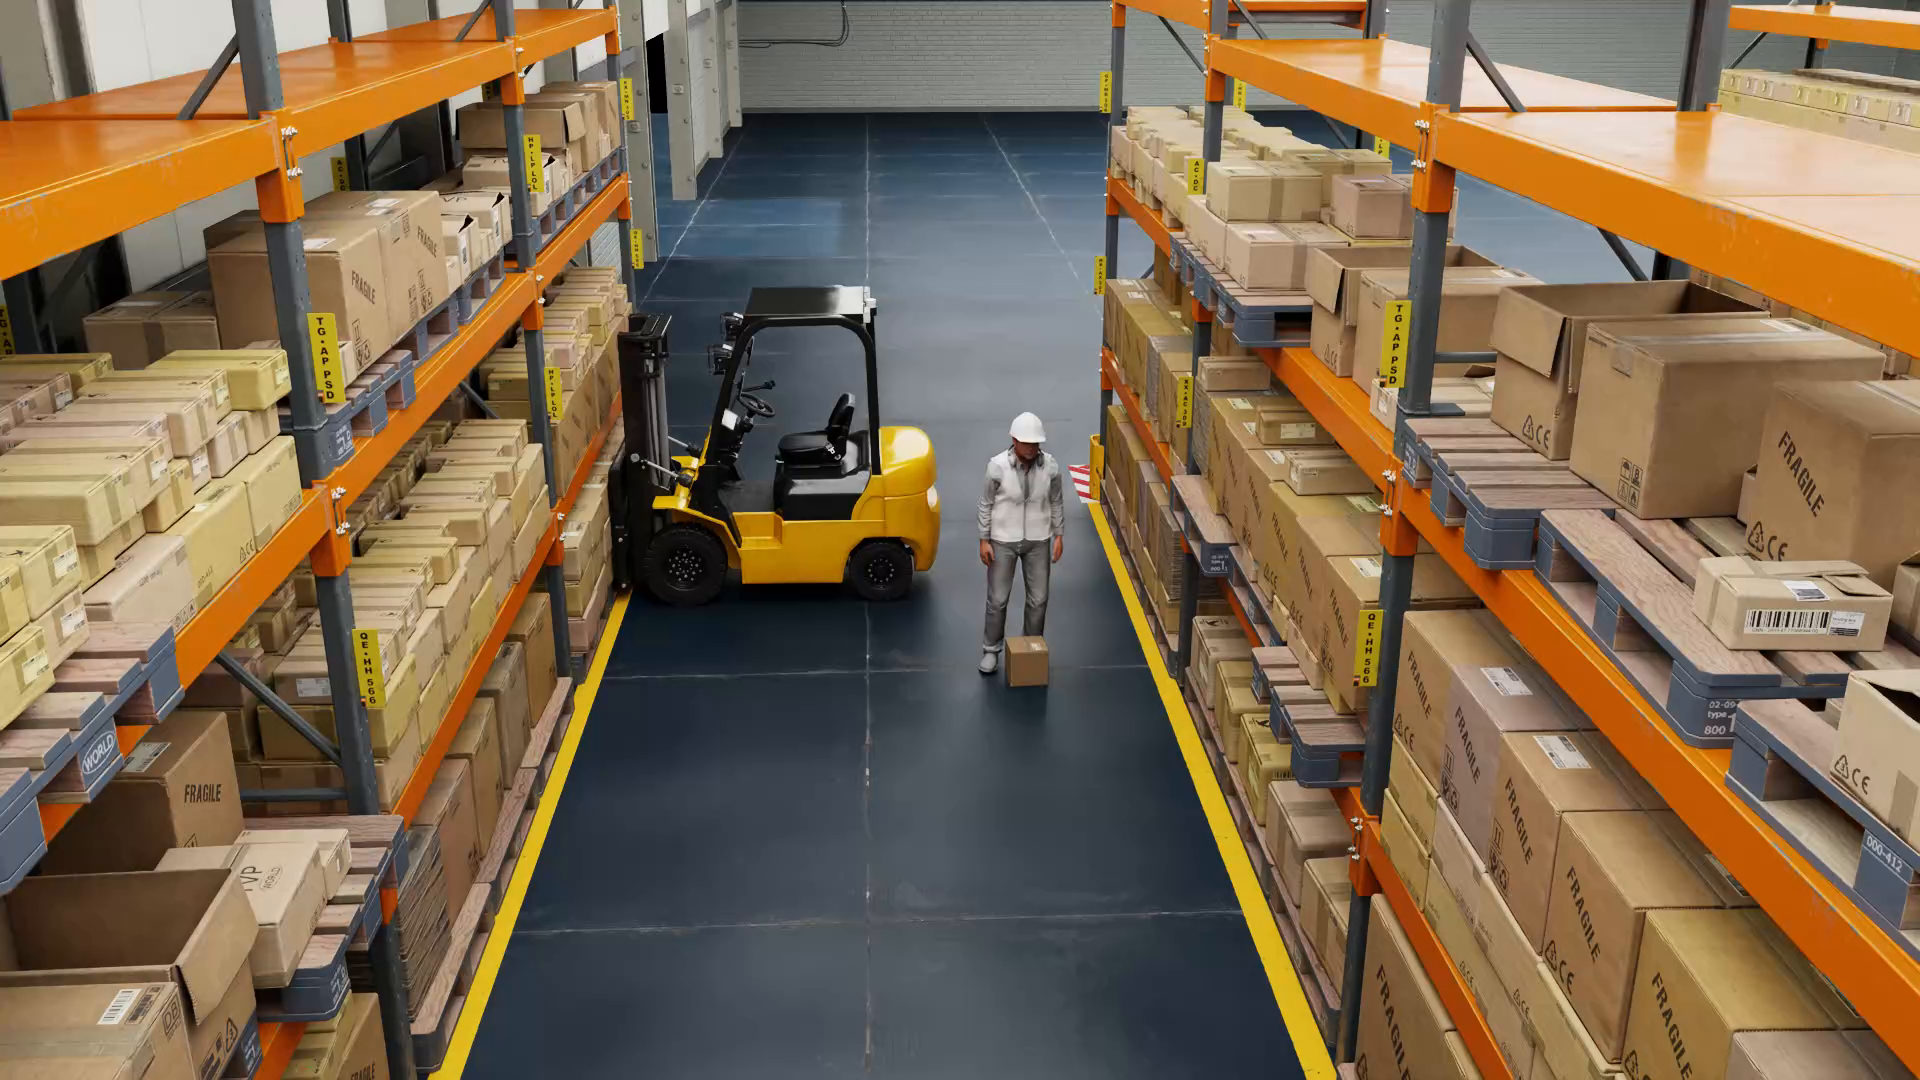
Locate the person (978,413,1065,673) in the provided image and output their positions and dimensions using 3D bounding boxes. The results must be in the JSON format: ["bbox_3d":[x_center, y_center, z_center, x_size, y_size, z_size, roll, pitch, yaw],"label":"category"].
[{"bbox_3d":[0.403,0.001,11.032,0.595,1.772,0.459,-3,21,-9],"label":"person"}]
